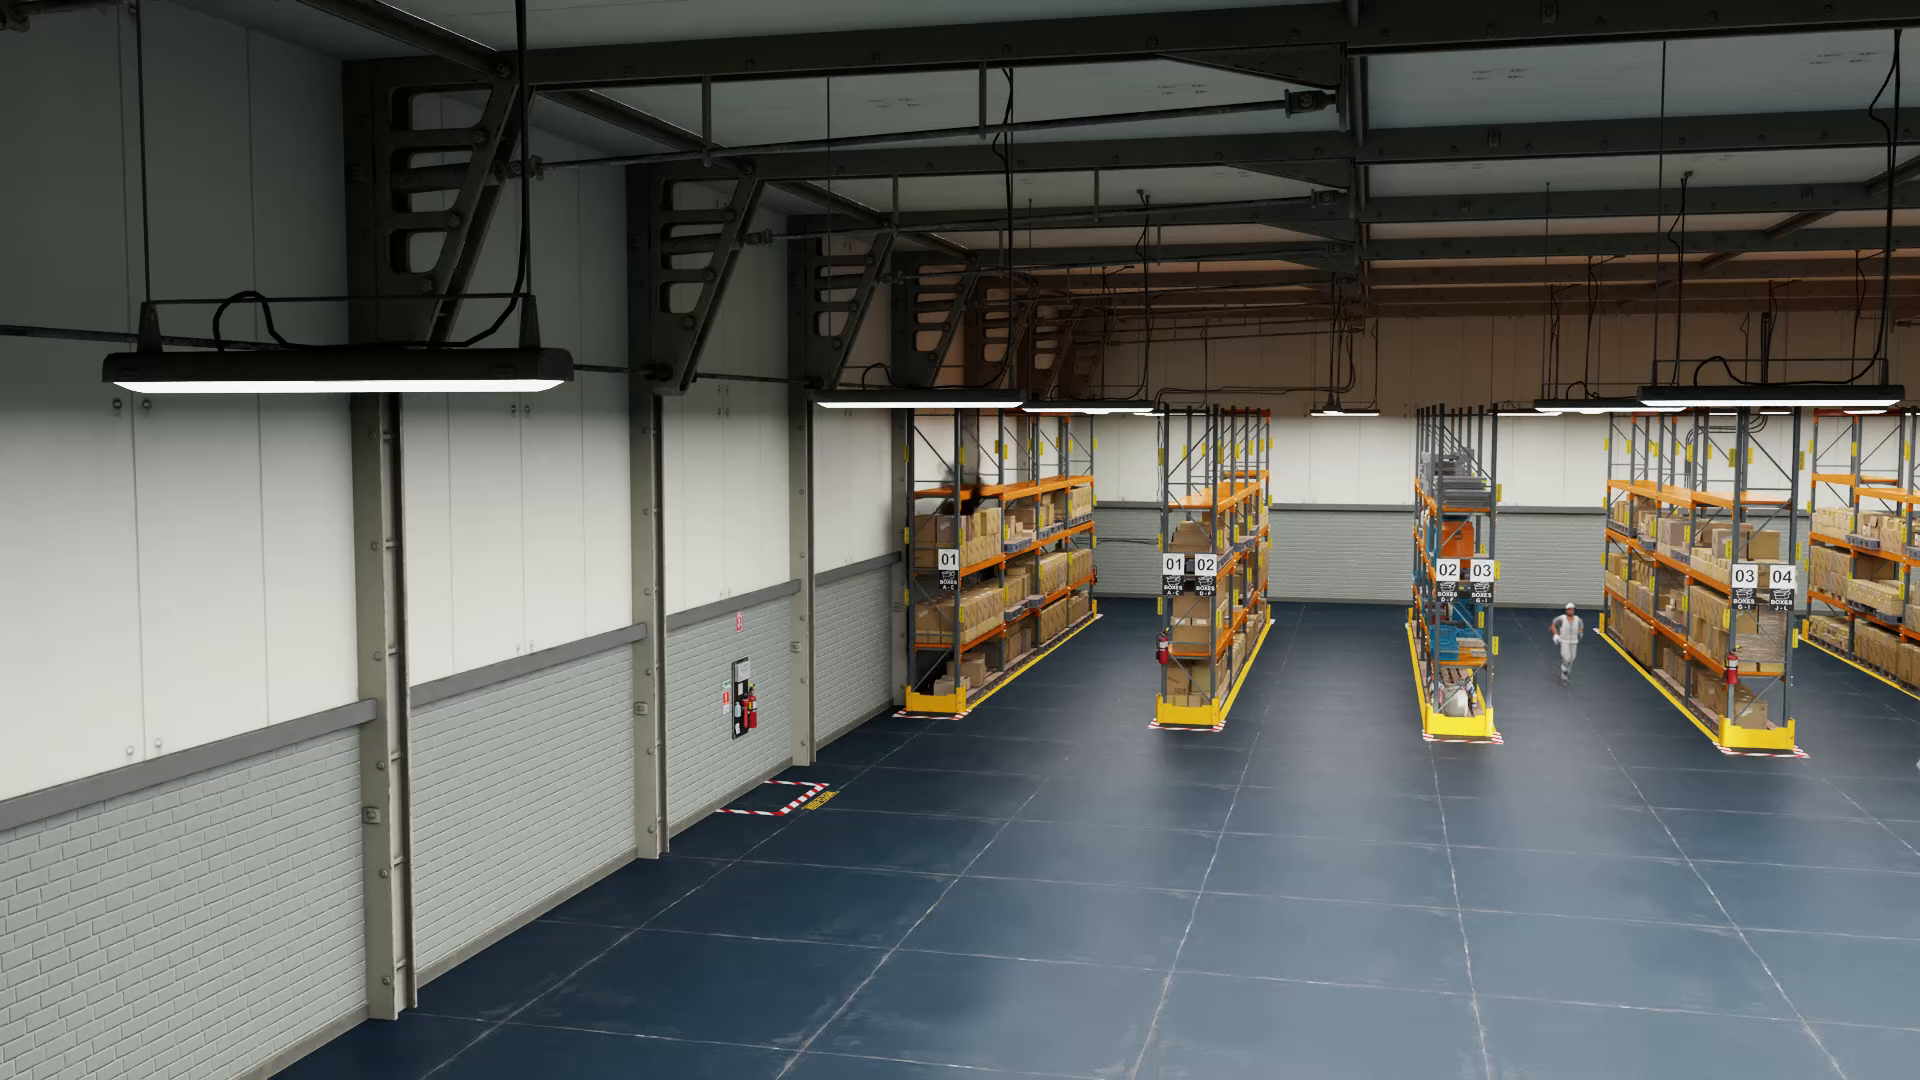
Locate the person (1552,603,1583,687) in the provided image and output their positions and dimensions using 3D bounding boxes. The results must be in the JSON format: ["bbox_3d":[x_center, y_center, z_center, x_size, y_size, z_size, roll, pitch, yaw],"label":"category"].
[{"bbox_3d":[13.071,2.248,35.709,0.586,1.809,0.854,0,4,-1],"label":"person"}]

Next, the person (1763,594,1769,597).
[{"bbox_3d":[20.970,1.677,43.879,0.742,1.693,0.971,4,6,44],"label":"person"}]
